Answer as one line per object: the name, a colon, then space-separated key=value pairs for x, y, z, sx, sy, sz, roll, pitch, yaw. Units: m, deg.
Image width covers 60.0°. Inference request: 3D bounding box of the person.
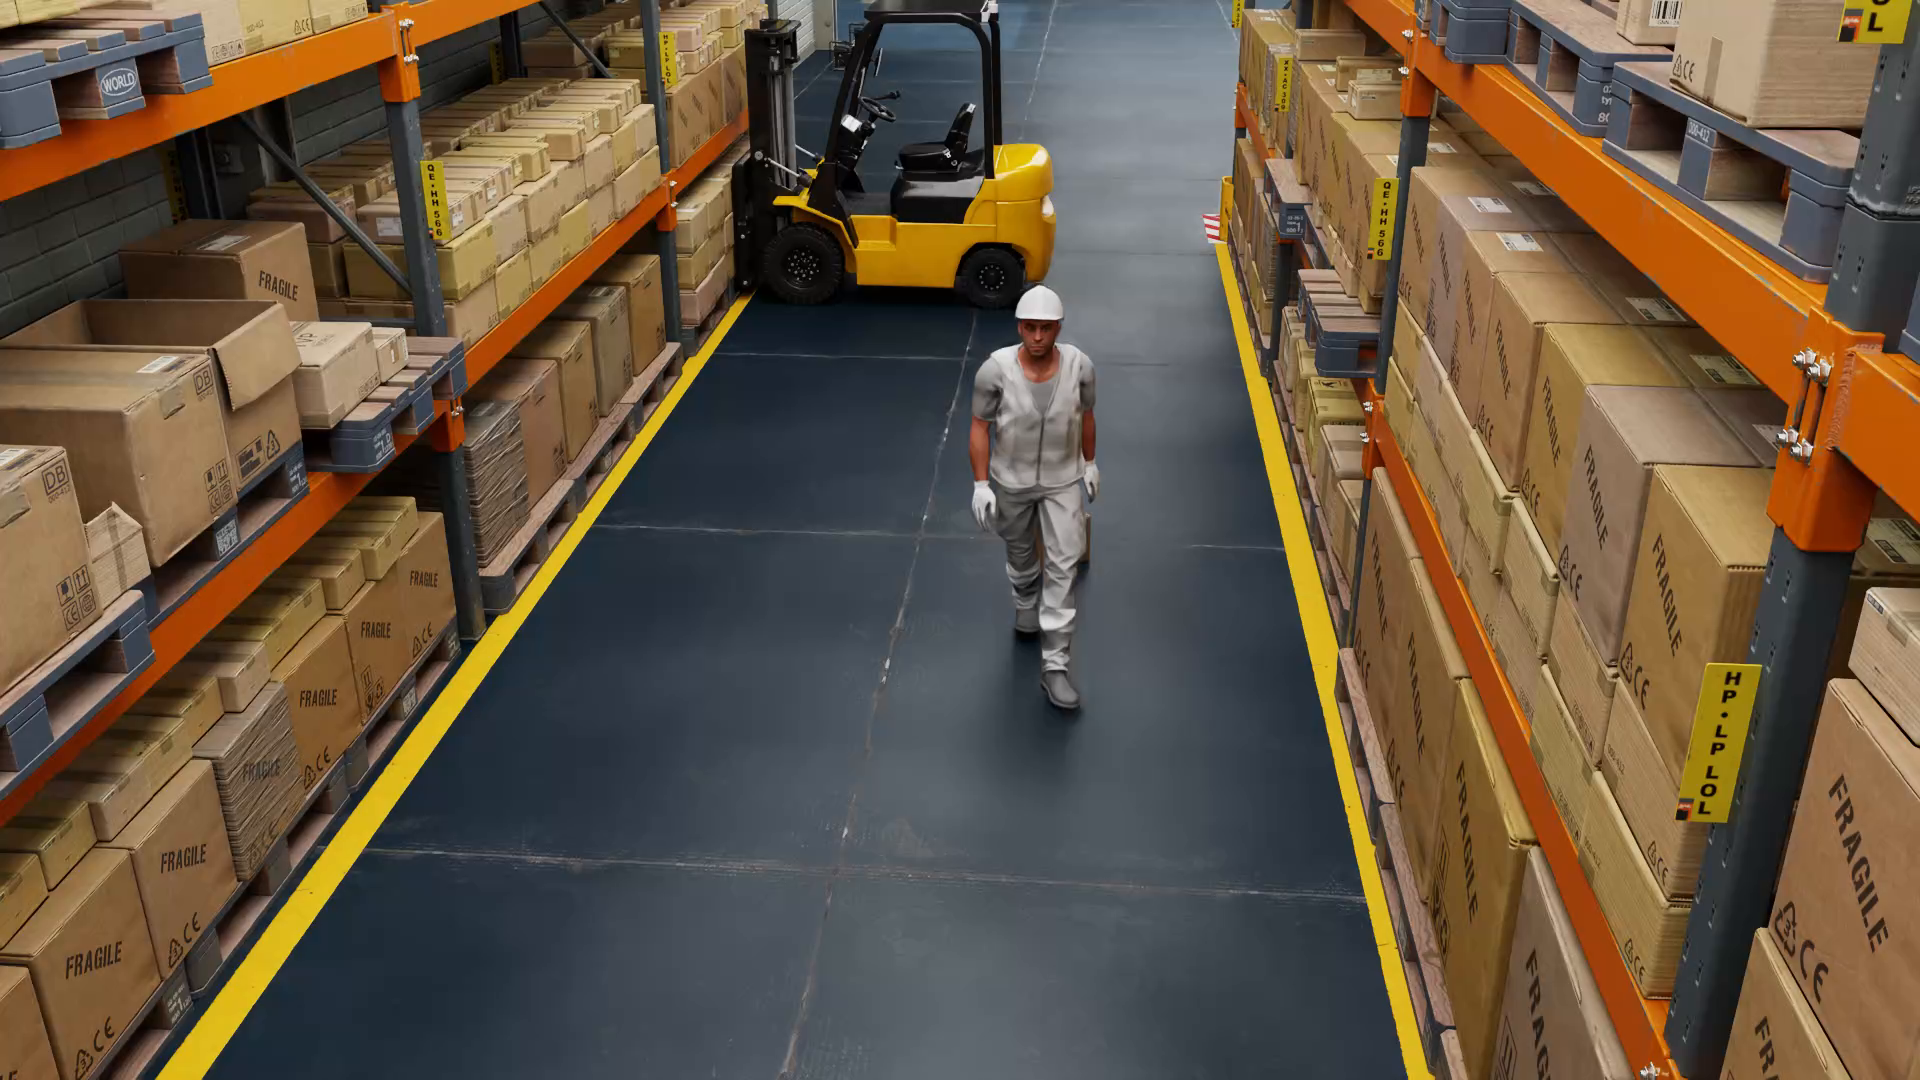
person: x=0.327 y=-0.247 z=7.103 sx=0.579 sy=1.721 sz=1.001 roll=0 pitch=24 yaw=1
